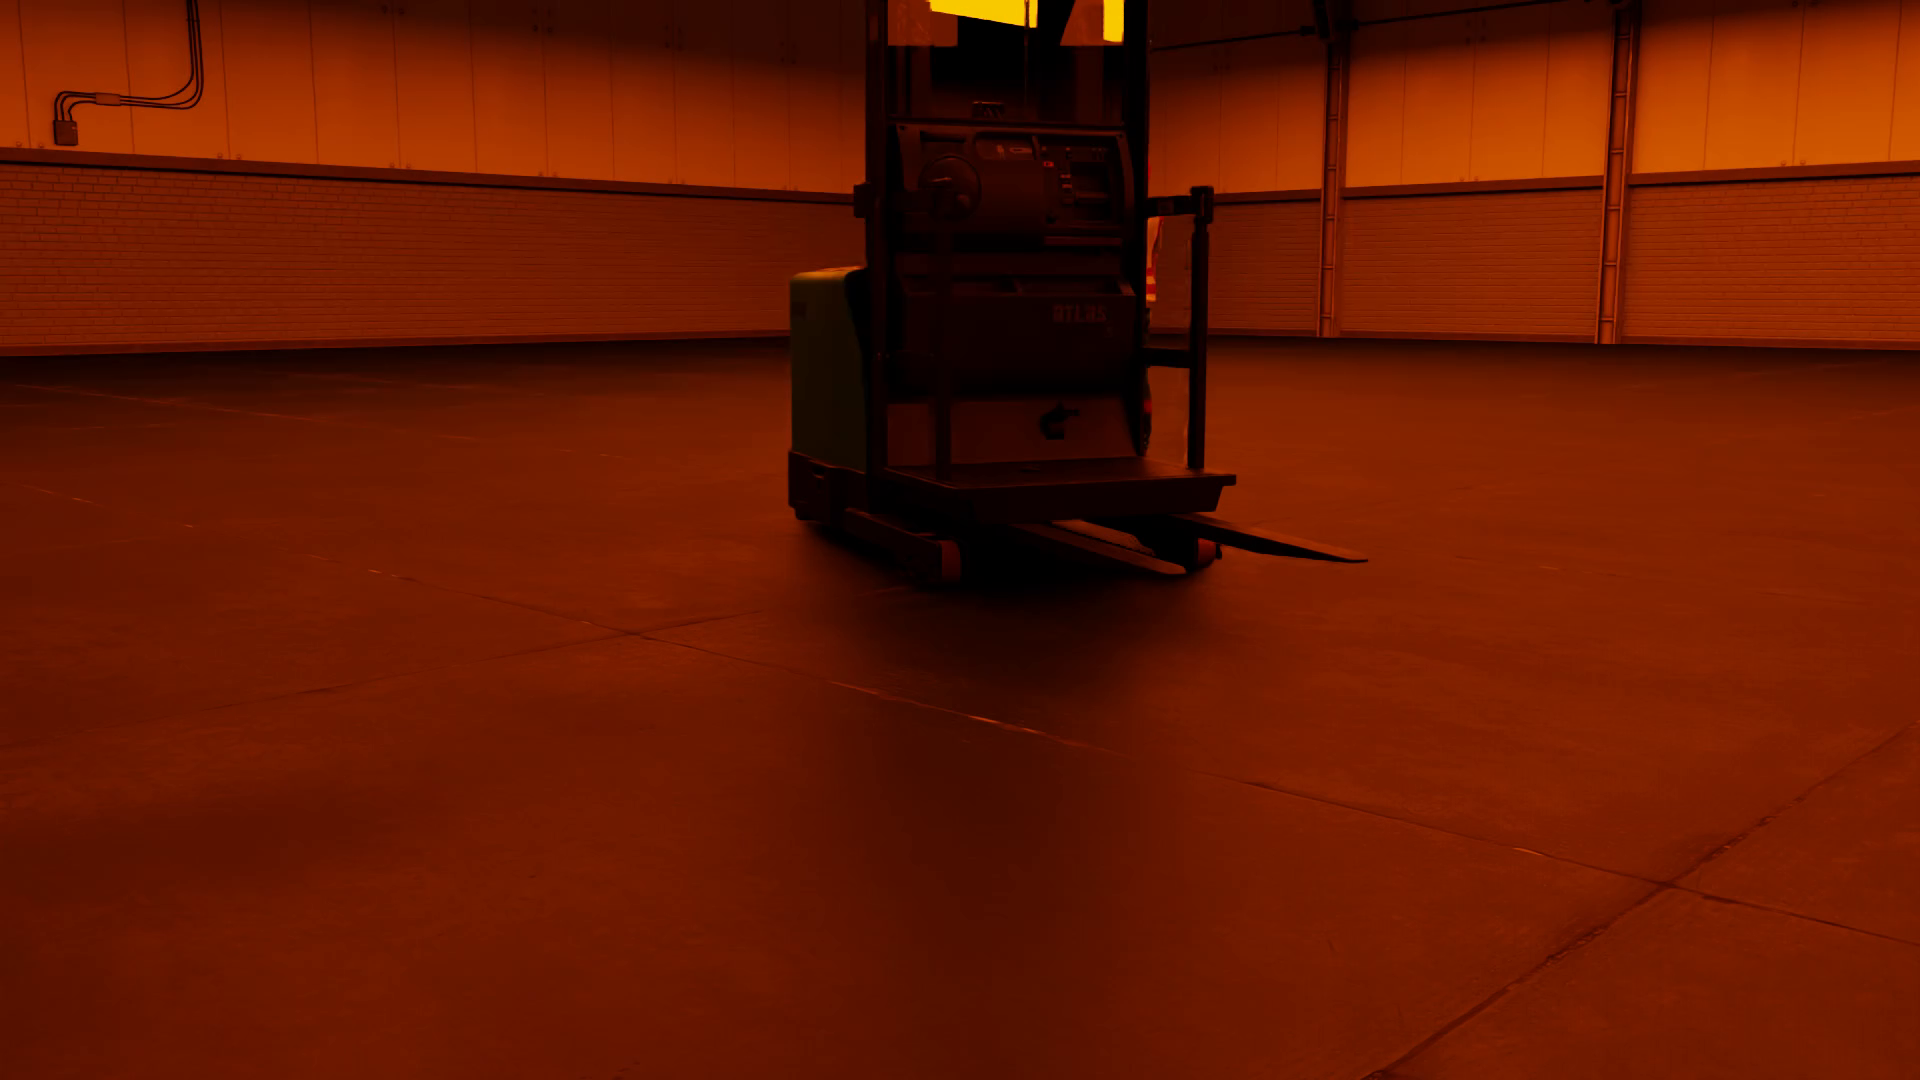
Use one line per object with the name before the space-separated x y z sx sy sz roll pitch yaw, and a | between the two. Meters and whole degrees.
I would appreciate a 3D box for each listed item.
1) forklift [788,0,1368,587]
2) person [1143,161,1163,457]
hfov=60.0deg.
forklift | 0.294 -1.360 5.905 1.130 2.935 3.031 -4 9 -23
person | 0.947 -1.355 9.712 0.381 1.794 0.526 6 10 33
